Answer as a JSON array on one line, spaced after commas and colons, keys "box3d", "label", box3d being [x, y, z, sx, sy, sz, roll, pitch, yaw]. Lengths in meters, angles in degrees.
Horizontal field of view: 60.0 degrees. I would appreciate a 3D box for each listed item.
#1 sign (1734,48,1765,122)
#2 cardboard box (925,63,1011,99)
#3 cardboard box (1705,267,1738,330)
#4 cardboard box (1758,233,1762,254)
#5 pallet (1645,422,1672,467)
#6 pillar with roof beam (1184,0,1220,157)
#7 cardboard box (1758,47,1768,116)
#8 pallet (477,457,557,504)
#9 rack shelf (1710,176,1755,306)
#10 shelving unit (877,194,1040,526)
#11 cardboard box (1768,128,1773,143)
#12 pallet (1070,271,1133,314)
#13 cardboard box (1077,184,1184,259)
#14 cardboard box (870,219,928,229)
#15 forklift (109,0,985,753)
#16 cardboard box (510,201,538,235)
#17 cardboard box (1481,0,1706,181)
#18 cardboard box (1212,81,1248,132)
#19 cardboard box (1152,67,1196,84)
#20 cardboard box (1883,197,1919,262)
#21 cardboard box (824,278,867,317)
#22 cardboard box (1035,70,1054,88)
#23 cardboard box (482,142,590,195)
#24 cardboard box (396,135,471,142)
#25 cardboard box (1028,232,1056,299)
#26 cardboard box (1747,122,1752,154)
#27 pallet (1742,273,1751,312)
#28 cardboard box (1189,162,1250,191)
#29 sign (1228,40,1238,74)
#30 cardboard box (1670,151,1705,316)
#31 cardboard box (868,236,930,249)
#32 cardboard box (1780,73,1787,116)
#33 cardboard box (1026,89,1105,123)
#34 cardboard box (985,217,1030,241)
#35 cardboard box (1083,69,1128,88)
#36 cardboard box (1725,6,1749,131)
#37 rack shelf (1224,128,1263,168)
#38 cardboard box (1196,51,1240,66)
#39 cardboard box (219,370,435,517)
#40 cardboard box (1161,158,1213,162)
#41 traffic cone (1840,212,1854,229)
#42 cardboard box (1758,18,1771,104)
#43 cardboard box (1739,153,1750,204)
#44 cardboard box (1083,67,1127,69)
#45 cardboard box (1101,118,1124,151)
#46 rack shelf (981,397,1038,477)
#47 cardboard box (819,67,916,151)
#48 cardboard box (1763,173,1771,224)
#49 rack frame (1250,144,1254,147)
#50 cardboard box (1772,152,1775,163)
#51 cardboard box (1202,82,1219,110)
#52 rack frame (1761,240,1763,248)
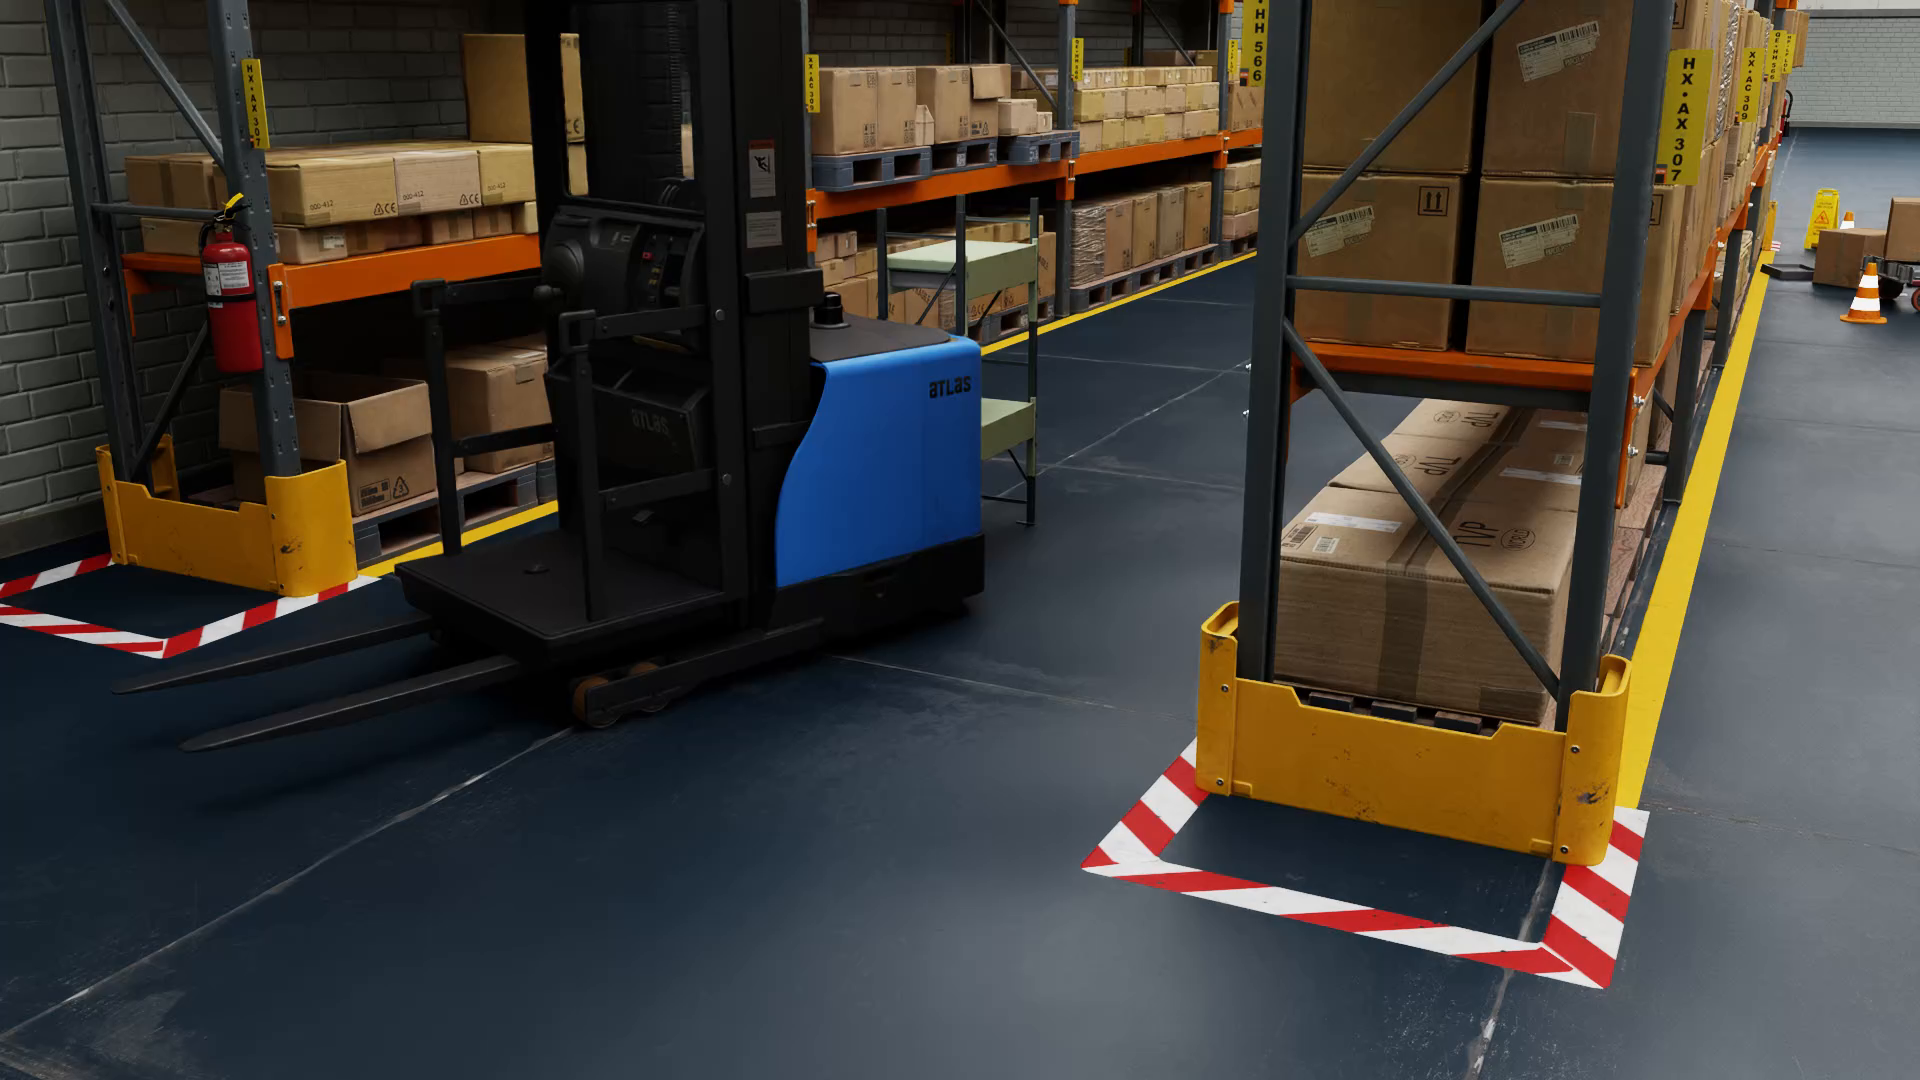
[{"box3d": [3.584, -2.067, 7.557, 0.100, 0.325, 0.005, 8, 18, 25], "label": "sign"}, {"box3d": [0.062, -3.472, 13.033, 0.500, 0.500, 0.500, 9, 19, 28], "label": "cardboard box"}, {"box3d": [5.136, -1.788, 12.153, 0.950, 0.372, 0.625, 7, 18, 22], "label": "cardboard box"}, {"box3d": [7.395, -2.859, 15.974, 0.500, 0.250, 0.500, 9, 19, 28], "label": "cardboard box"}, {"box3d": [3.364, -0.554, 9.019, 1.003, 0.211, 1.213, 8, 18, 25], "label": "pallet"}, {"box3d": [6.741, -7.637, 17.433, 9.100, 9.000, 0.400, 8, 18, 25], "label": "pillar with roof beam"}, {"box3d": [5.509, -3.314, 11.979, 0.500, 0.500, 0.500, 9, 19, 28], "label": "cardboard box"}, {"box3d": [-2.207, -0.492, 8.810, 1.003, 0.211, 1.213, 8, 18, 25], "label": "pallet"}, {"box3d": [3.981, -1.849, 9.746, 1.077, 0.370, 4.000, 8, 18, 25], "label": "rack shelf"}, {"box3d": [0.003, -0.721, 7.317, 0.431, 1.500, 0.755, 8, 18, 25], "label": "shelving unit"}, {"box3d": [7.089, -3.641, 14.958, 0.380, 0.149, 0.250, 8, 18, 25], "label": "cardboard box"}, {"box3d": [0.835, -2.202, 14.568, 1.003, 0.211, 1.213, 8, 18, 25], "label": "pallet"}, {"box3d": [1.643, -3.085, 16.076, 0.875, 0.625, 0.625, 8, 18, 25], "label": "cardboard box"}, {"box3d": [-0.466, -2.360, 12.714, 0.380, 0.149, 0.250, 7, 18, 23], "label": "cardboard box"}, {"box3d": [-1.322, -0.955, 5.590, 3.031, 2.935, 1.130, -15, 22, -41], "label": "forklift"}, {"box3d": [-2.130, -1.547, 7.905, 0.380, 0.149, 0.250, 8, 18, 24], "label": "cardboard box"}, {"box3d": [1.769, -1.279, 4.631, 0.500, 0.500, 0.500, 8, 18, 24], "label": "cardboard box"}, {"box3d": [2.651, -4.481, 17.166, 0.500, 0.500, 0.500, 8, 18, 24], "label": "cardboard box"}, {"box3d": [2.011, -4.389, 15.719, 0.380, 0.149, 0.250, 7, 18, 24], "label": "cardboard box"}, {"box3d": [8.267, -2.668, 14.300, 0.500, 0.500, 0.500, 8, 18, 25], "label": "cardboard box"}, {"box3d": [-0.938, -1.413, 10.666, 0.500, 0.500, 0.500, 9, 19, 28], "label": "cardboard box"}, {"box3d": [0.584, -3.941, 14.209, 0.380, 0.149, 0.250, 8, 18, 25], "label": "cardboard box"}, {"box3d": [-2.041, -1.839, 8.190, 0.500, 0.250, 0.500, 8, 18, 24], "label": "cardboard box"}, {"box3d": [-2.484, -1.908, 8.421, 0.500, 0.250, 0.500, 8, 18, 25], "label": "cardboard box"}, {"box3d": [0.435, -2.202, 13.323, 0.500, 0.500, 0.500, 9, 19, 27], "label": "cardboard box"}, {"box3d": [4.217, -2.319, 9.450, 0.500, 0.250, 0.500, 7, 18, 24], "label": "cardboard box"}, {"box3d": [6.315, -2.187, 14.518, 1.003, 0.211, 1.213, 8, 18, 25], "label": "pallet"}, {"box3d": [2.716, -3.799, 17.382, 0.500, 0.250, 0.500, 8, 18, 25], "label": "cardboard box"}, {"box3d": [2.709, -4.804, 16.534, 0.100, 0.325, 0.005, 8, 18, 25], "label": "sign"}, {"box3d": [2.215, -1.059, 5.647, 0.500, 0.500, 0.500, 8, 18, 25], "label": "cardboard box"}, {"box3d": [-0.430, -2.027, 11.595, 0.380, 0.149, 0.250, 9, 19, 27], "label": "cardboard box"}, {"box3d": [8.225, -4.632, 17.152, 0.500, 0.500, 0.500, 8, 18, 25], "label": "cardboard box"}, {"box3d": [0.871, -3.581, 13.697, 0.500, 0.250, 0.500, 8, 18, 25], "label": "cardboard box"}, {"box3d": [0.344, -2.417, 12.906, 0.380, 0.149, 0.250, 7, 18, 23], "label": "cardboard box"}, {"box3d": [1.239, -4.010, 14.441, 0.380, 0.149, 0.250, 8, 18, 26], "label": "cardboard box"}, {"box3d": [3.123, -2.057, 7.249, 0.500, 0.500, 0.500, 8, 18, 25], "label": "cardboard box"}, {"box3d": [3.113, -4.518, 18.730, 1.077, 0.370, 4.000, 8, 18, 25], "label": "rack shelf"}, {"box3d": [2.627, -4.898, 16.909, 0.380, 0.149, 0.250, 9, 19, 26], "label": "cardboard box"}, {"box3d": [-2.785, -0.445, 7.401, 0.797, 0.503, 0.637, 7, 18, 23], "label": "cardboard box"}, {"box3d": [2.479, -3.997, 18.047, 0.500, 0.250, 0.500, 8, 18, 25], "label": "cardboard box"}, {"box3d": [9.411, -3.252, 17.659, 0.336, 0.463, 0.334, 8, 18, 25], "label": "traffic cone"}, {"box3d": [4.655, -2.934, 10.203, 0.500, 0.500, 0.500, 8, 19, 26], "label": "cardboard box"}, {"box3d": [4.224, -2.078, 9.516, 0.500, 0.250, 0.500, 8, 18, 24], "label": "cardboard box"}, {"box3d": [1.362, -4.397, 15.744, 0.380, 0.149, 0.250, 8, 18, 25], "label": "cardboard box"}, {"box3d": [1.078, -3.472, 14.208, 0.500, 0.250, 0.500, 8, 18, 24], "label": "cardboard box"}, {"box3d": [0.003, -0.408, 7.409, 0.431, 0.370, 0.720, 8, 18, 25], "label": "rack shelf"}, {"box3d": [-0.708, -2.791, 10.740, 0.700, 0.500, 0.500, 8, 18, 26], "label": "cardboard box"}, {"box3d": [7.629, -3.351, 16.312, 0.500, 0.500, 0.500, 9, 19, 28], "label": "cardboard box"}, {"box3d": [4.007, -5.372, 20.342, 1.000, 3.000, 0.127, 8, 18, 25], "label": "rack frame"}, {"box3d": [8.105, -3.892, 16.995, 0.380, 0.149, 0.250, 8, 19, 26], "label": "cardboard box"}, {"box3d": [2.229, -4.363, 16.332, 0.500, 0.250, 0.500, 8, 18, 24], "label": "cardboard box"}, {"box3d": [8.449, -4.741, 18.219, 1.000, 3.000, 0.127, 8, 18, 25], "label": "rack frame"}]
